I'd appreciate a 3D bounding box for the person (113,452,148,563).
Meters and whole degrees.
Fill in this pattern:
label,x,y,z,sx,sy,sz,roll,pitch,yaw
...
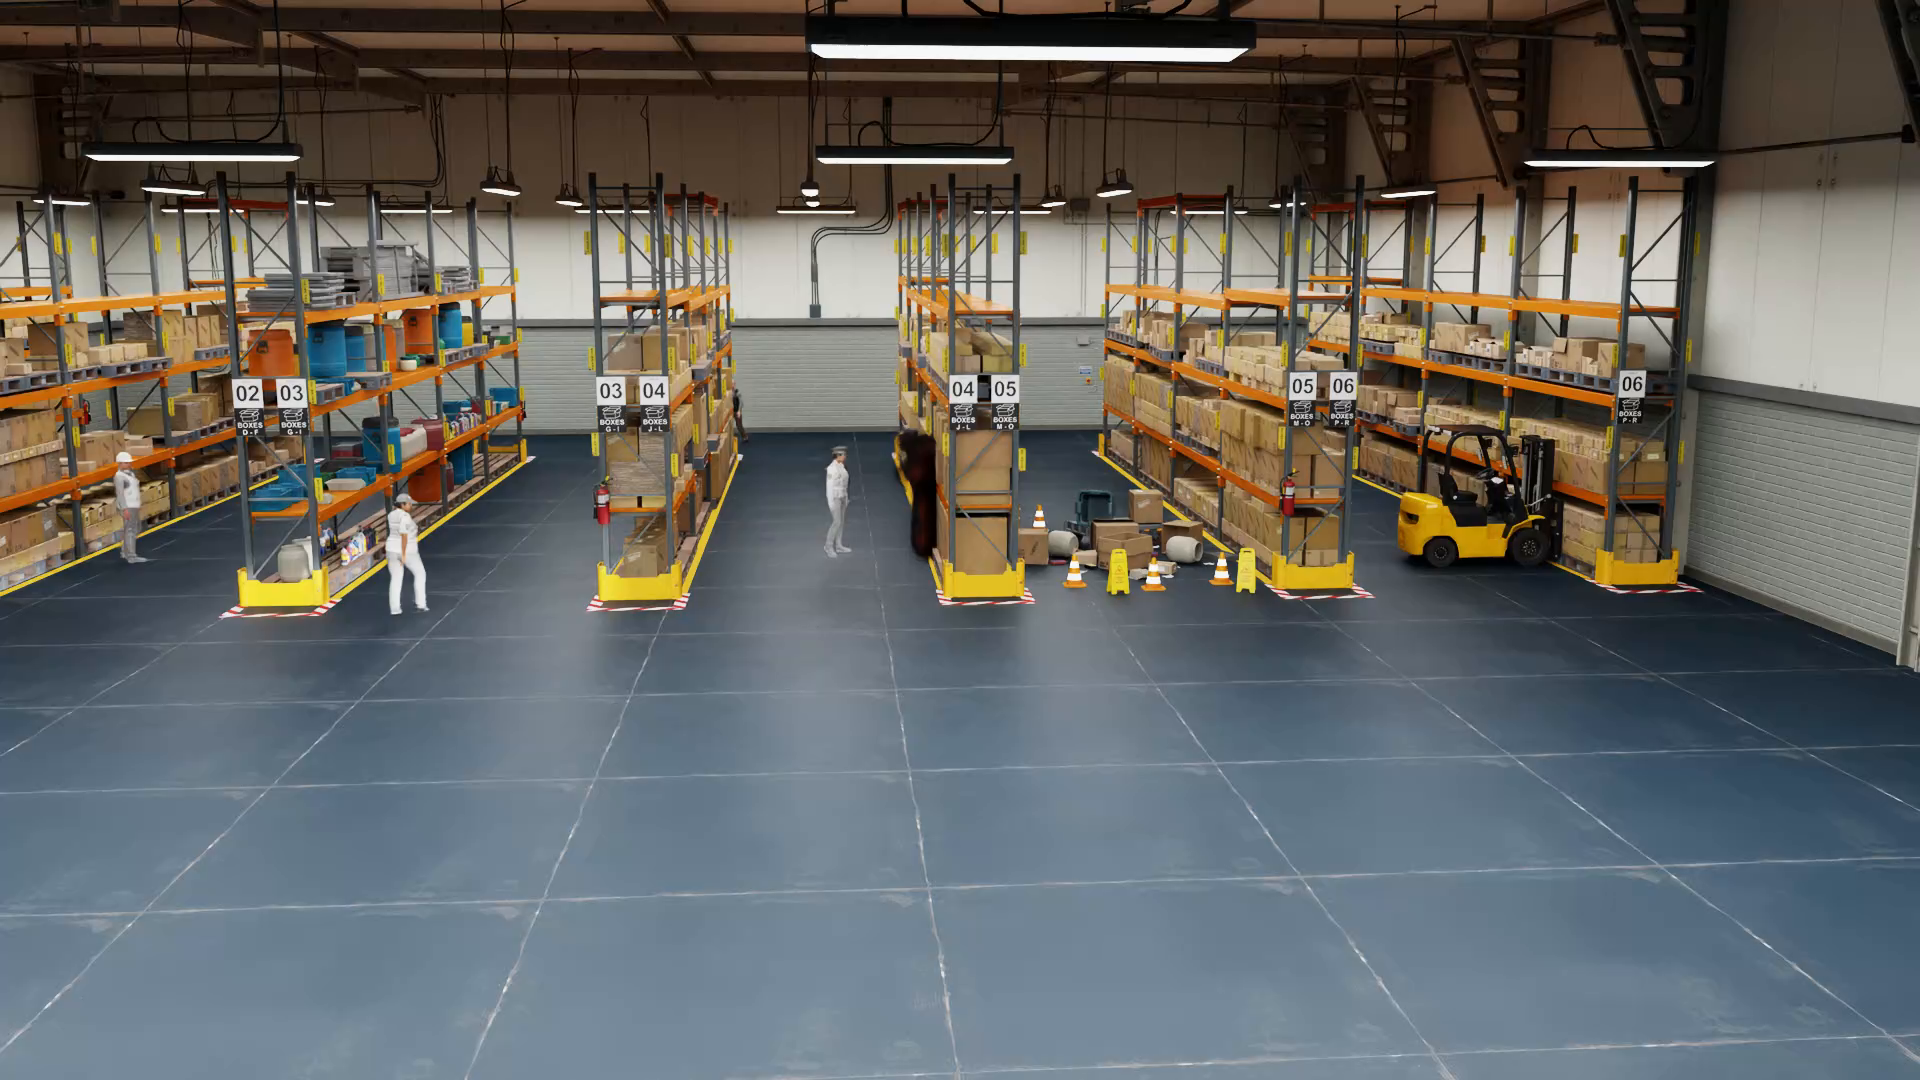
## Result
label,x,y,z,sx,sy,sz,roll,pitch,yaw
person,-13.257,-0.521,26.538,0.390,1.788,0.547,-5,11,-27

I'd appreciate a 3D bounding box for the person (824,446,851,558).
label,x,y,z,sx,sy,sz,roll,pitch,yaw
person,-1.889,-0.606,25.773,0.373,1.711,0.533,4,11,21

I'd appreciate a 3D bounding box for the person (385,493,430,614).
label,x,y,z,sx,sy,sz,roll,pitch,yaw
person,-7.633,0.212,22.858,0.448,1.720,0.614,2,10,14

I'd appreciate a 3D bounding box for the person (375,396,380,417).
label,x,y,z,sx,sy,sz,roll,pitch,yaw
person,-14.259,-3.087,41.254,0.444,1.665,0.457,1,10,5

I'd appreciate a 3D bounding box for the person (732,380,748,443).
label,x,y,z,sx,sy,sz,roll,pitch,yaw
person,-5.755,-3.214,41.990,0.621,1.676,1.036,6,12,29
